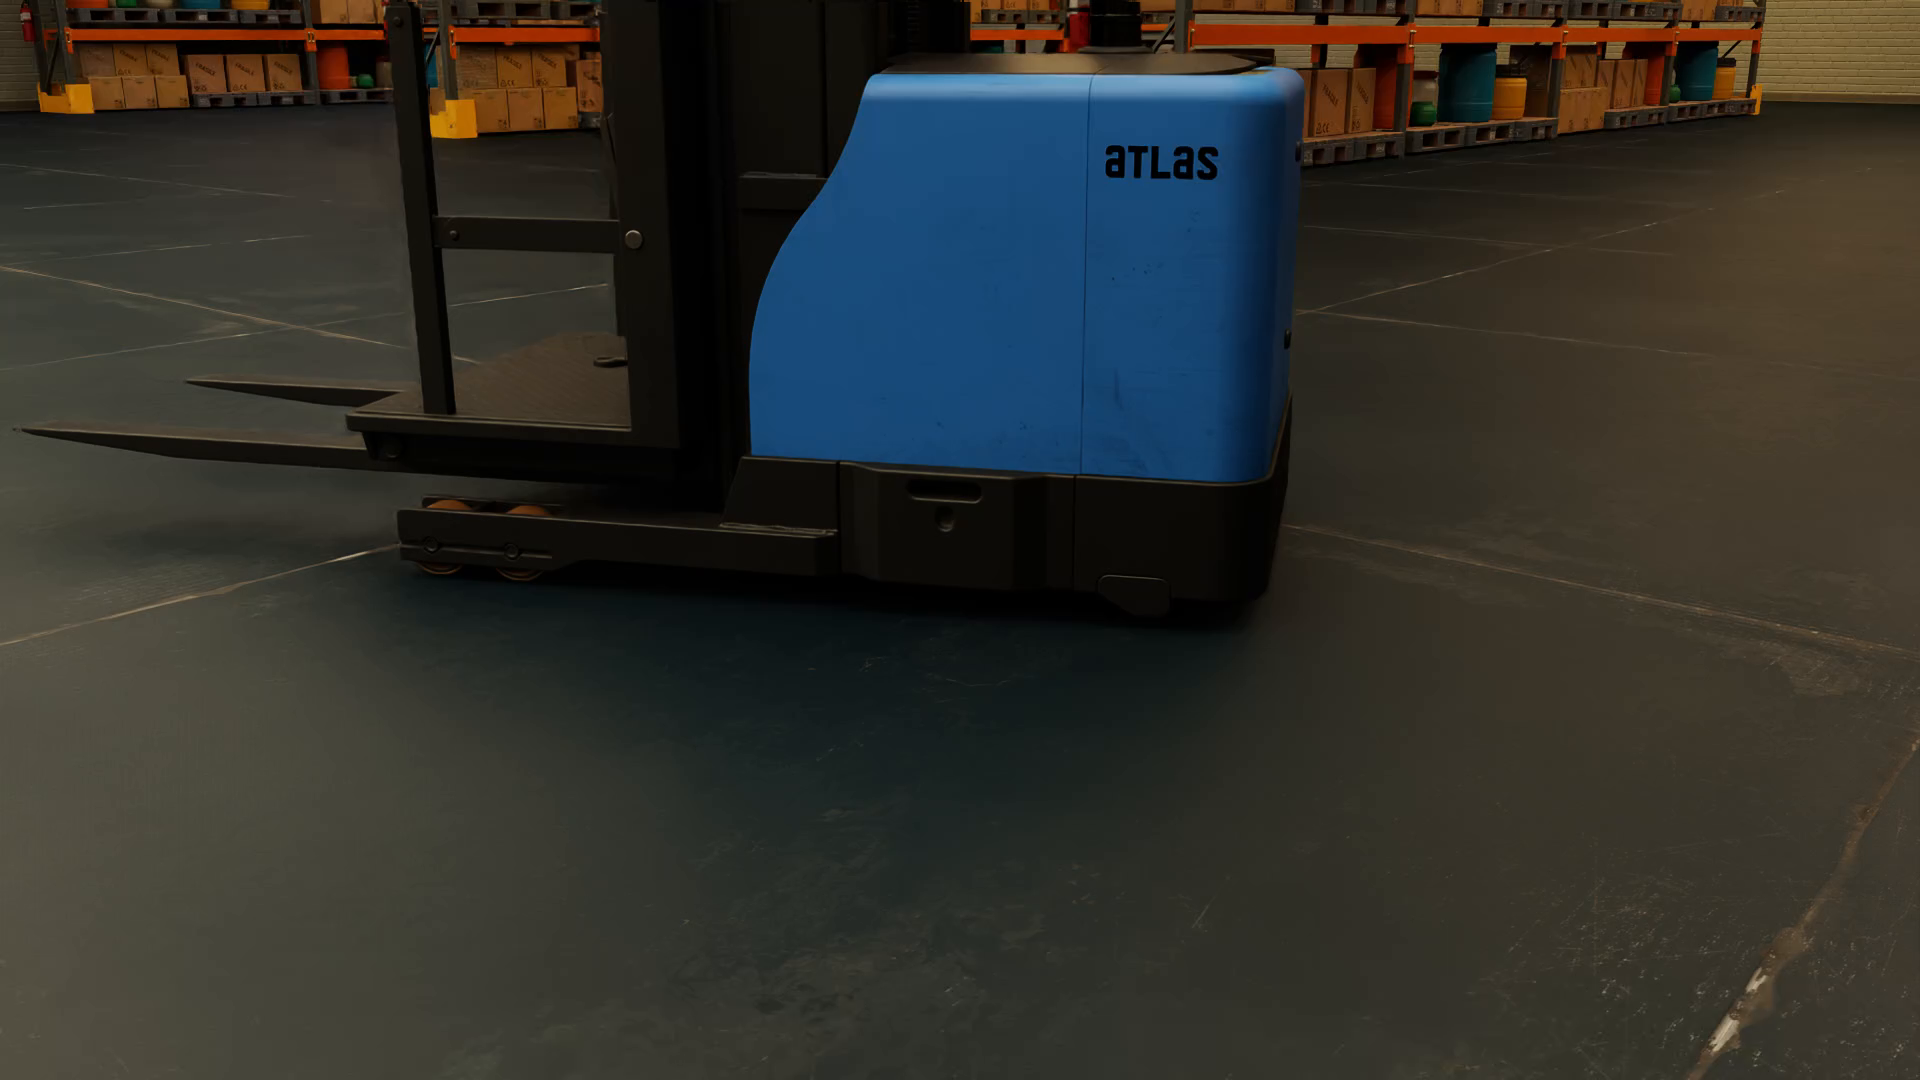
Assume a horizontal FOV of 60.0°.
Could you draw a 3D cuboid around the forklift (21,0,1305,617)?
[{"bbox_3d":[-0.755,-1.455,3.688,3.031,2.935,1.130,4,17,13],"label":"forklift"}]
